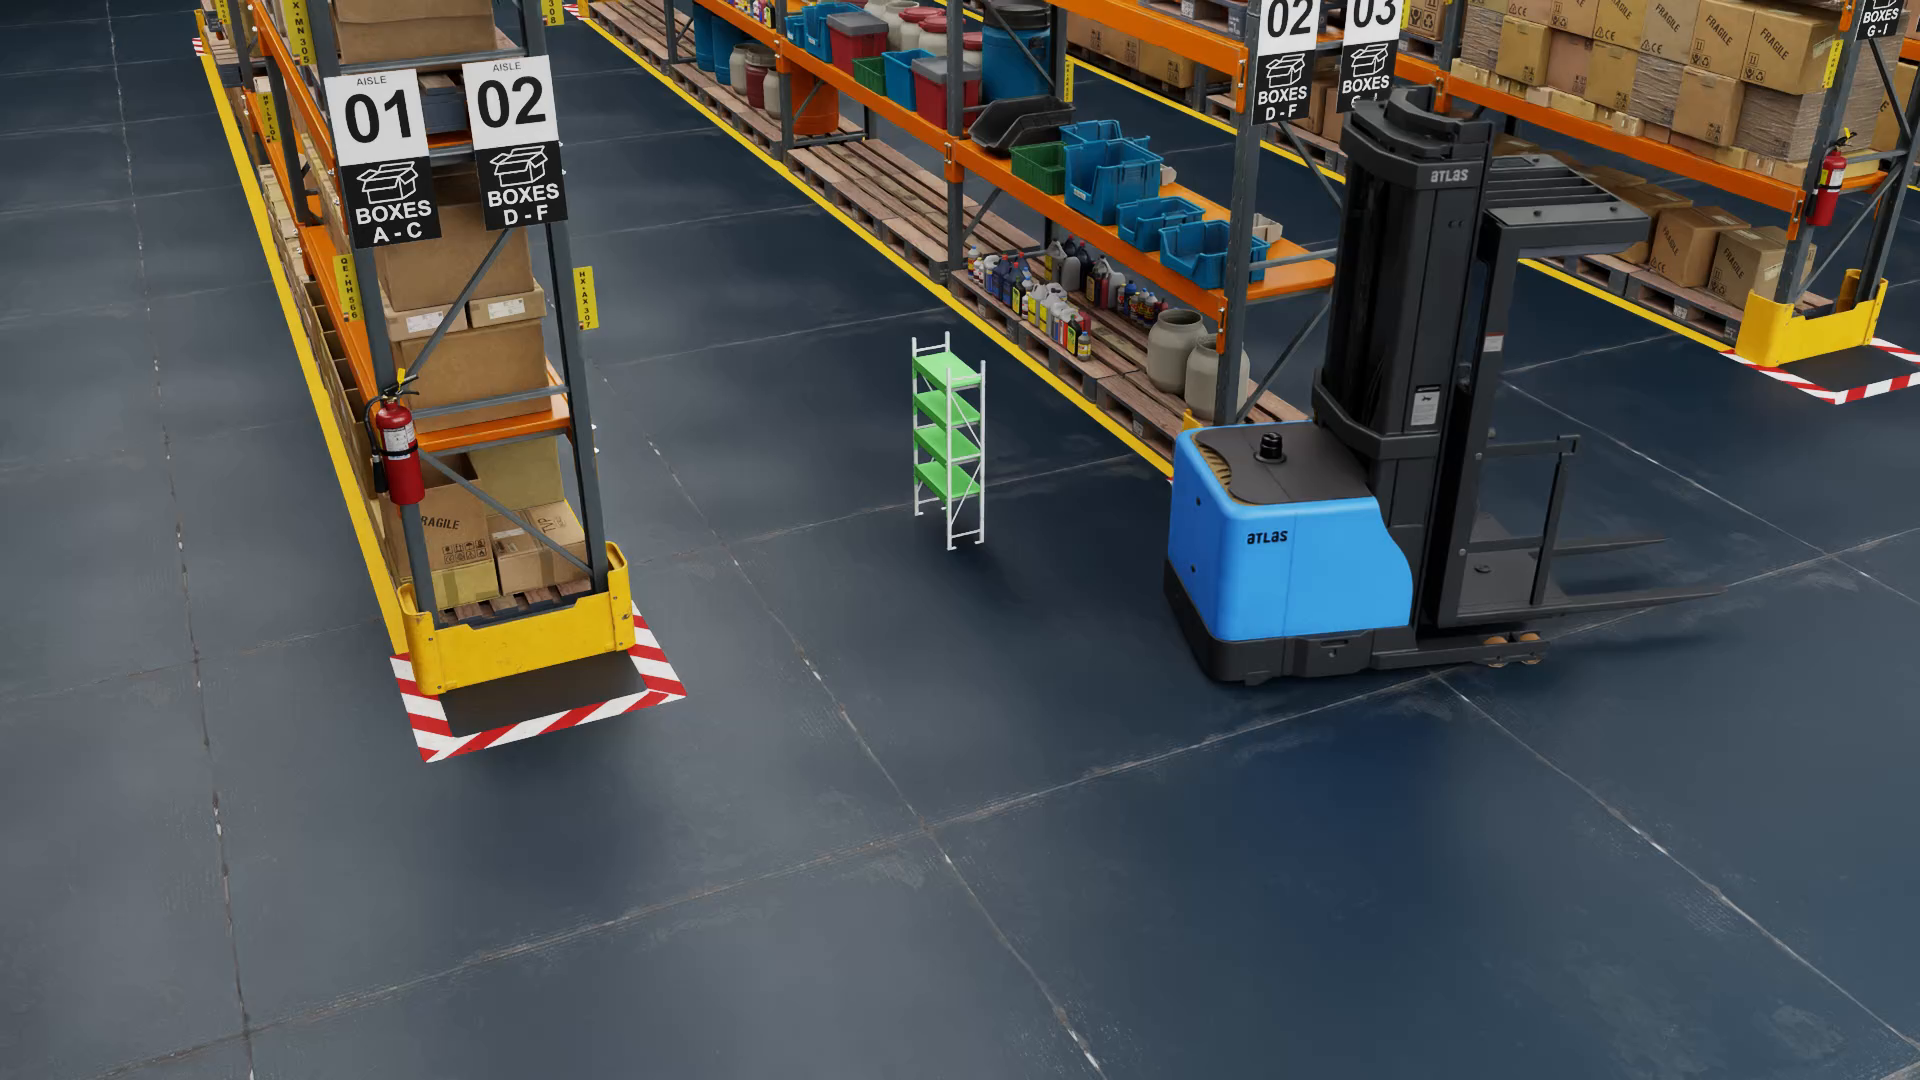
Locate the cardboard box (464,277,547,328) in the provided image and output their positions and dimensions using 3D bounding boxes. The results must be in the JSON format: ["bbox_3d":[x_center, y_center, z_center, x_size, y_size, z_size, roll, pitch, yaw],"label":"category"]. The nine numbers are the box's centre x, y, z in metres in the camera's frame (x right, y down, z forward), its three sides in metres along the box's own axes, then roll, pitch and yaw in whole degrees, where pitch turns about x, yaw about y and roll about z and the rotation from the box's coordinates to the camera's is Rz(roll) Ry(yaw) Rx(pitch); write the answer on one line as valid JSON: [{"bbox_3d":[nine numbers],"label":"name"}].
[{"bbox_3d":[-2.360,-1.232,8.588,0.380,0.149,0.250,-13,32,-22],"label":"cardboard box"}]

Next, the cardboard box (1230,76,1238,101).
[{"bbox_3d":[3.434,-5.109,18.374,0.700,0.500,0.500,-15,33,-25],"label":"cardboard box"}]

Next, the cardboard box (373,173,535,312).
[{"bbox_3d":[-2.598,-1.529,8.454,0.700,0.500,0.500,-13,32,-22],"label":"cardboard box"}]

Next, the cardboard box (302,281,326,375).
[{"bbox_3d":[-4.187,-1.495,11.437,0.500,0.500,0.500,-13,32,-22],"label":"cardboard box"}]

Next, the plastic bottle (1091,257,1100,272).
[{"bbox_3d":[1.099,-2.128,13.278,0.061,0.283,0.133,-11,31,-19],"label":"plastic bottle"}]

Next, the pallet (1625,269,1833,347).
[{"bbox_3d":[6.213,-1.949,13.483,1.003,0.211,1.213,-13,32,-22],"label":"pallet"}]

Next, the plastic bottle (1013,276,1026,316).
[{"bbox_3d":[0.458,-1.891,12.856,0.061,0.283,0.133,-12,31,-20],"label":"plastic bottle"}]

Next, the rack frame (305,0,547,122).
[{"bbox_3d":[-2.386,-3.304,6.915,1.000,3.000,0.127,-13,32,-22],"label":"rack frame"}]

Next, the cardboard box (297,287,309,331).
[{"bbox_3d":[-4.759,-1.784,12.720,0.500,0.250,0.500,-14,32,-23],"label":"cardboard box"}]

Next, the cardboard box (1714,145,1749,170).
[{"bbox_3d":[5.993,-2.949,12.672,0.380,0.149,0.250,-13,32,-22],"label":"cardboard box"}]

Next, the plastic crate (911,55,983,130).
[{"bbox_3d":[-0.112,-3.670,13.636,0.402,0.464,0.583,-13,32,-22],"label":"plastic crate"}]

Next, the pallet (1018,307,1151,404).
[{"bbox_3d":[1.150,-1.431,12.560,1.003,0.211,1.213,-13,32,-22],"label":"pallet"}]

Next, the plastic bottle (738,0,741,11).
[{"bbox_3d":[-2.287,-5.677,17.483,0.097,0.201,0.097,0,29,0],"label":"plastic bottle"}]

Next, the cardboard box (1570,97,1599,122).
[{"bbox_3d":[5.322,-3.605,13.842,0.380,0.149,0.250,-13,32,-22],"label":"cardboard box"}]

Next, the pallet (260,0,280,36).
[{"bbox_3d":[-3.714,-3.353,10.159,1.003,0.211,1.213,-13,32,-22],"label":"pallet"}]

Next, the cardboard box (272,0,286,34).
[{"bbox_3d":[-3.357,-2.900,8.779,0.500,0.311,0.500,-9,31,-16],"label":"cardboard box"}]

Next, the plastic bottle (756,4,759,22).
[{"bbox_3d":[-2.036,-5.419,17.023,0.097,0.201,0.097,0,29,0],"label":"plastic bottle"}]

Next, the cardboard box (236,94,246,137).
[{"bbox_3d":[-7.103,-4.369,17.054,0.500,0.500,0.500,-13,32,-21],"label":"cardboard box"}]

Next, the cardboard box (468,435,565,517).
[{"bbox_3d":[-2.632,-0.502,9.667,0.500,0.500,0.500,-13,32,-22],"label":"cardboard box"}]

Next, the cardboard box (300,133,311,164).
[{"bbox_3d":[-4.163,-2.621,11.066,0.380,0.149,0.250,-13,32,-22],"label":"cardboard box"}]

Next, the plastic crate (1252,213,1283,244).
[{"bbox_3d":[1.996,-2.074,11.124,0.298,0.136,0.250,-13,32,-22],"label":"plastic crate"}]

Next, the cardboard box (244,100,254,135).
[{"bbox_3d":[-6.462,-4.038,15.696,0.500,0.250,0.500,-12,31,-20],"label":"cardboard box"}]

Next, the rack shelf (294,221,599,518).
[{"bbox_3d":[-3.245,-1.257,10.133,1.077,0.370,4.000,-13,32,-22],"label":"rack shelf"}]

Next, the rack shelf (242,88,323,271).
[{"bbox_3d":[-4.962,-3.024,13.284,1.077,0.370,4.000,-13,32,-22],"label":"rack shelf"}]

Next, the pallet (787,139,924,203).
[{"bbox_3d":[-1.048,-3.693,16.593,1.003,0.211,1.213,-13,32,-22],"label":"pallet"}]

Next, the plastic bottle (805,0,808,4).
[{"bbox_3d":[-1.619,-5.885,17.782,0.097,0.271,0.097,0,29,0],"label":"plastic bottle"}]

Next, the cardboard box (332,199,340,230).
[{"bbox_3d":[-3.495,-1.938,9.847,0.380,0.149,0.250,-13,32,-22],"label":"cardboard box"}]

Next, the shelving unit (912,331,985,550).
[{"bbox_3d":[-0.071,-0.596,10.060,0.258,1.200,0.503,-13,32,-22],"label":"shelving unit"}]

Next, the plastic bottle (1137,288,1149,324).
[{"bbox_3d":[1.402,-1.790,12.687,0.097,0.271,0.097,0,29,0],"label":"plastic bottle"}]

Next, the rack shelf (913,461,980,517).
[{"bbox_3d":[-0.071,-0.331,10.208,0.258,0.148,0.480,-13,32,-22],"label":"rack shelf"}]

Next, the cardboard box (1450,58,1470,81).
[{"bbox_3d":[4.666,-4.265,15.019,0.380,0.149,0.250,-13,32,-22],"label":"cardboard box"}]

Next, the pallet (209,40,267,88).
[{"bbox_3d":[-6.175,-4.422,15.239,1.213,0.211,1.003,-13,32,-22],"label":"pallet"}]

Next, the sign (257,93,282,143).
[{"bbox_3d":[-4.589,-2.807,11.058,0.100,0.325,0.005,-13,32,-22],"label":"sign"}]

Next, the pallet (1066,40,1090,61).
[{"bbox_3d":[1.810,-6.525,21.644,1.003,0.211,1.213,-13,32,-22],"label":"pallet"}]

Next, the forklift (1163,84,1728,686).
[{"bbox_3d":[2.731,-0.839,8.722,3.031,2.935,1.130,-5,30,-8],"label":"forklift"}]

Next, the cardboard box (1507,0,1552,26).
[{"bbox_3d":[5.025,-4.669,14.055,0.500,0.500,0.500,-13,32,-22],"label":"cardboard box"}]

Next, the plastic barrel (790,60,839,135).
[{"bbox_3d":[-1.570,-4.709,17.343,0.600,0.830,0.708,-13,32,-22],"label":"plastic barrel"}]

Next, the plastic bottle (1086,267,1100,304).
[{"bbox_3d":[1.048,-2.016,13.078,0.061,0.283,0.133,-13,32,-22],"label":"plastic bottle"}]

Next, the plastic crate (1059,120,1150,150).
[{"bbox_3d":[1.092,-2.996,12.651,0.499,0.251,0.616,-13,32,-22],"label":"plastic crate"}]

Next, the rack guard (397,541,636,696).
[{"bbox_3d":[-2.376,0.414,8.974,1.175,0.500,0.348,-13,32,-22],"label":"rack guard"}]

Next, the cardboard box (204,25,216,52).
[{"bbox_3d":[-9.063,-6.227,20.622,0.500,0.250,0.500,-13,32,-22],"label":"cardboard box"}]

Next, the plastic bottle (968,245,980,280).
[{"bbox_3d":[0.113,-2.262,13.529,0.097,0.271,0.097,0,29,0],"label":"plastic bottle"}]

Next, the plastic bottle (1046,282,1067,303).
[{"bbox_3d":[0.730,-1.824,12.744,0.152,0.276,0.135,-13,32,-22],"label":"plastic bottle"}]

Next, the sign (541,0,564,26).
[{"bbox_3d":[-1.882,-2.525,7.618,0.100,0.325,0.005,-13,32,-22],"label":"sign"}]

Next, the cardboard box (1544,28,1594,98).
[{"bbox_3d":[5.471,-4.066,14.001,0.875,0.500,0.500,-13,32,-22],"label":"cardboard box"}]

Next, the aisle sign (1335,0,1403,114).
[{"bbox_3d":[2.385,-2.889,9.651,0.394,0.787,0.004,-13,32,-22],"label":"aisle sign"}]

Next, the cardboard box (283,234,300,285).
[{"bbox_3d":[-4.977,-2.251,12.979,0.500,0.311,0.500,-13,32,-22],"label":"cardboard box"}]

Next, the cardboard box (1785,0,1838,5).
[{"bbox_3d":[6.364,-3.898,12.678,0.500,0.500,0.500,-13,32,-22],"label":"cardboard box"}]

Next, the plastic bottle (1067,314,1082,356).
[{"bbox_3d":[0.838,-1.500,12.158,0.061,0.283,0.133,-12,32,-21],"label":"plastic bottle"}]

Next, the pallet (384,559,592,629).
[{"bbox_3d":[-2.752,0.200,9.651,1.003,0.211,1.213,-13,32,-22],"label":"pallet"}]

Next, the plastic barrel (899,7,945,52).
[{"bbox_3d":[-0.341,-4.536,15.106,0.433,0.535,0.433,0,29,0],"label":"plastic barrel"}]

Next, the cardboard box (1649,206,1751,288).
[{"bbox_3d":[6.022,-2.395,13.553,0.500,0.500,0.500,-5,30,-9],"label":"cardboard box"}]

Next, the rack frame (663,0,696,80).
[{"bbox_3d":[-3.062,-7.027,19.687,1.000,3.000,0.127,-13,32,-22],"label":"rack frame"}]

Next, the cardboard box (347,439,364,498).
[{"bbox_3d":[-3.538,-0.506,10.441,0.500,0.250,0.500,-13,32,-22],"label":"cardboard box"}]
